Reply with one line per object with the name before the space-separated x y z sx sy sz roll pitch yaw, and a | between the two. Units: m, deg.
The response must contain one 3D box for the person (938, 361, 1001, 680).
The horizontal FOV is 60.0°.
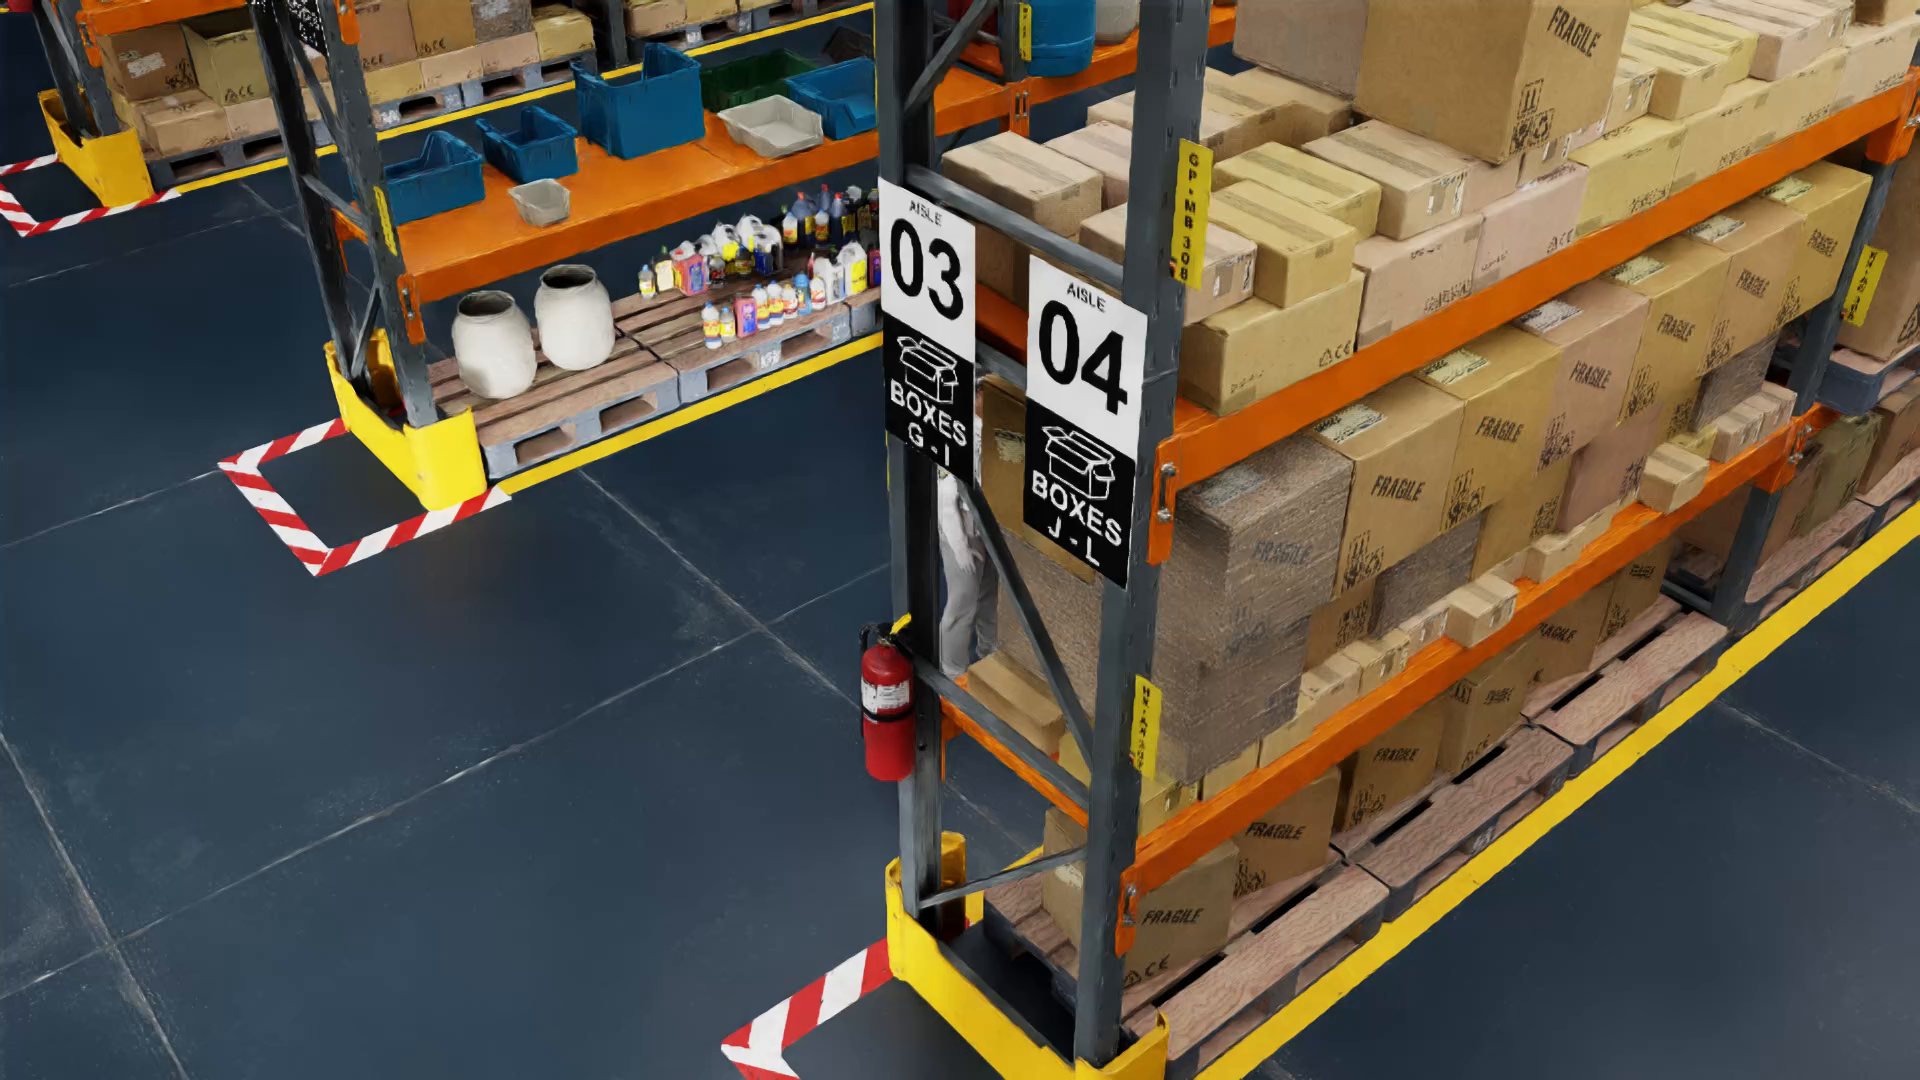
person | 0.088 -0.054 7.144 0.375 1.720 0.531 18 40 23
